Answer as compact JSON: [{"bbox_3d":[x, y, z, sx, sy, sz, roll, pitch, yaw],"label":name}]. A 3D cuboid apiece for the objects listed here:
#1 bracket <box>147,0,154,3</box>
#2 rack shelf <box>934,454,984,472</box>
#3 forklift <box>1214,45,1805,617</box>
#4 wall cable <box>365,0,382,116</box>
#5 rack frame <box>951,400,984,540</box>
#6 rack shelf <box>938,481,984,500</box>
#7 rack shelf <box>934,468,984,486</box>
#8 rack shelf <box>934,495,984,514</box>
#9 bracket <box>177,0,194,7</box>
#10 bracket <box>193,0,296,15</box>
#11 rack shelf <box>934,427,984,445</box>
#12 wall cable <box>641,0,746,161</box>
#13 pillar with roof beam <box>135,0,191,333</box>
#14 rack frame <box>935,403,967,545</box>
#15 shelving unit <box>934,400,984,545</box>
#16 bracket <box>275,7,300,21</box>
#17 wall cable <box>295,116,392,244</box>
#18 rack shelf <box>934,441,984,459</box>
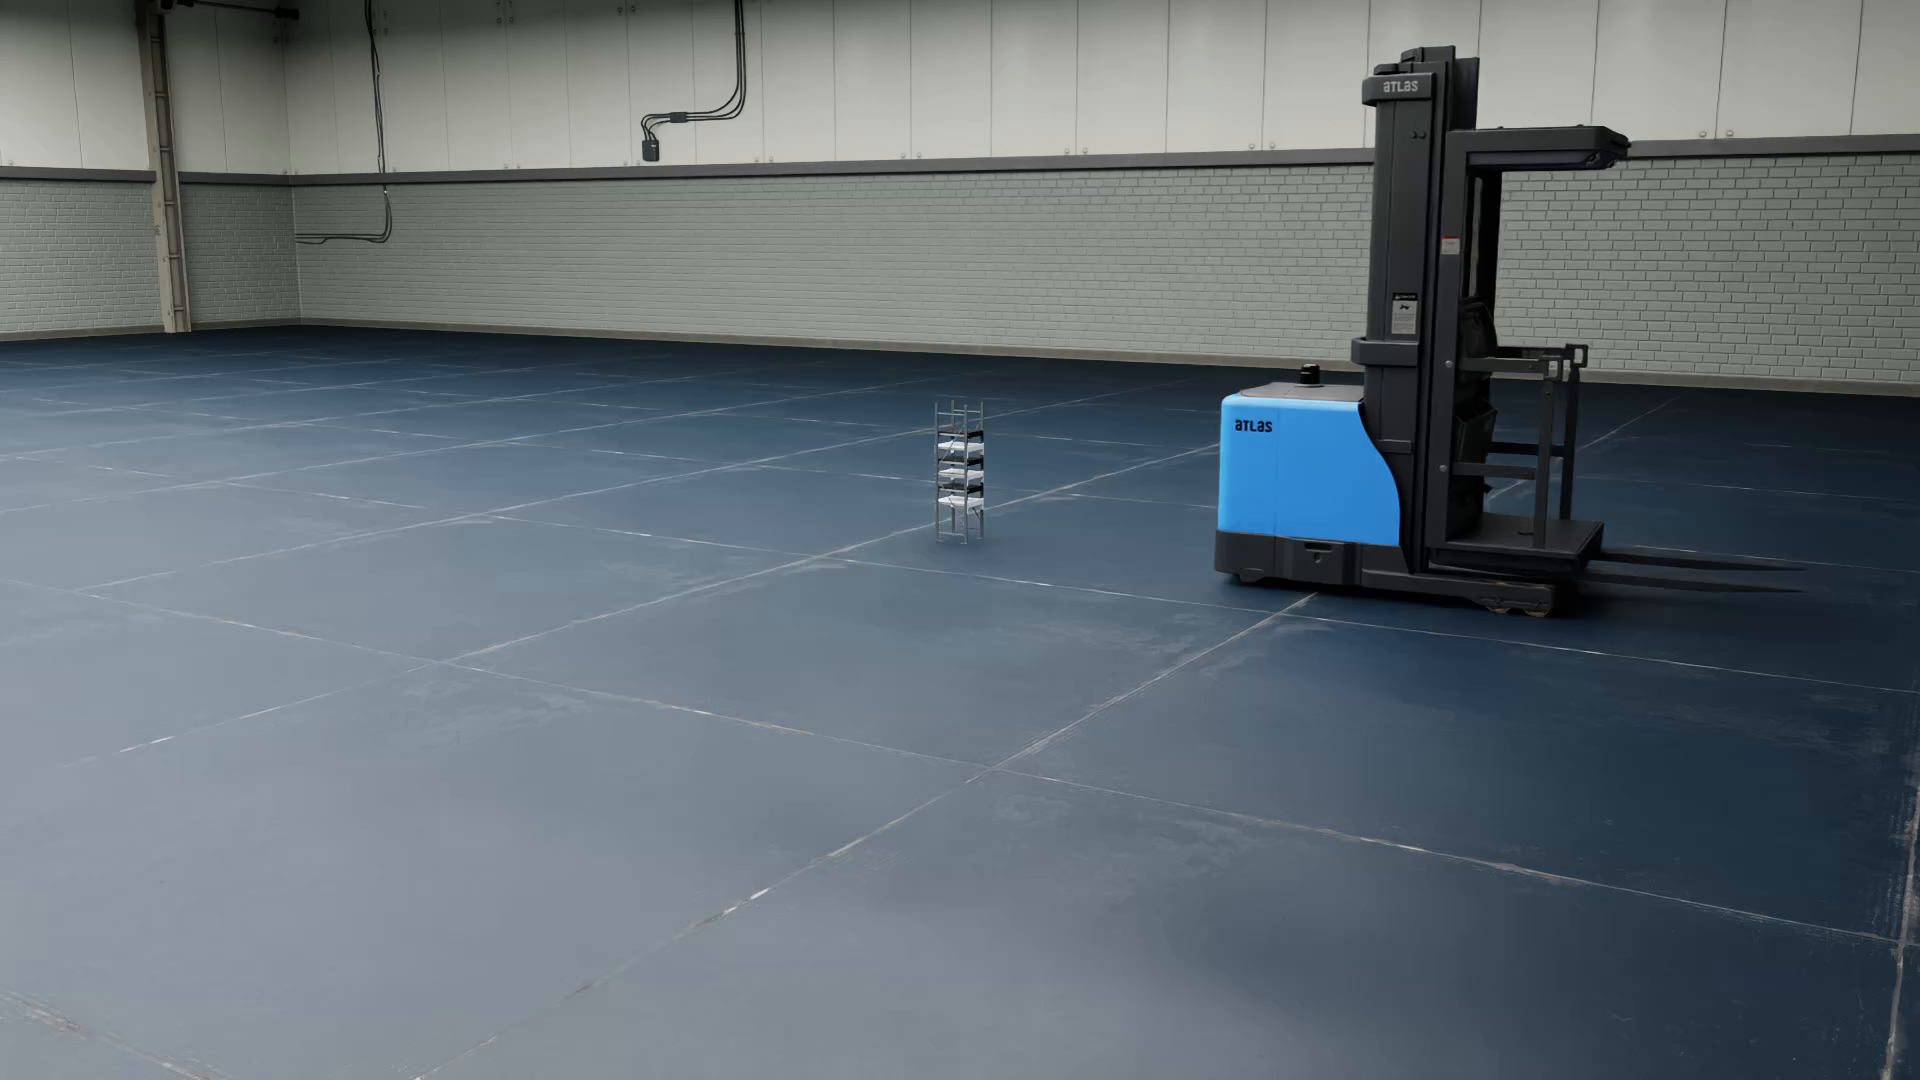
[{"bbox_3d":[-15.349,-10.201,31.123,0.235,0.232,0.430,6,12,31],"label":"bracket"},{"bbox_3d":[-0.004,-0.497,10.769,0.258,0.077,0.200,6,12,31],"label":"rack shelf"},{"bbox_3d":[3.013,-1.149,9.040,3.031,2.935,1.130,5,12,27],"label":"forklift"},{"bbox_3d":[-10.465,-9.566,32.224,3.097,2.526,0.112,6,12,31],"label":"wall cable"},{"bbox_3d":[0.049,-0.457,10.864,0.240,0.900,0.006,6,12,31],"label":"rack frame"},{"bbox_3d":[-0.004,-0.320,10.802,0.258,0.077,0.200,6,12,31],"label":"rack shelf"},{"bbox_3d":[-0.004,-0.408,10.785,0.258,0.077,0.200,6,12,31],"label":"rack shelf"},{"bbox_3d":[-0.004,-0.231,10.818,0.258,0.077,0.200,6,12,31],"label":"rack shelf"},{"bbox_3d":[-14.918,-10.332,31.820,0.235,0.232,0.430,6,12,31],"label":"bracket"},{"bbox_3d":[-13.994,-10.612,33.315,0.076,0.066,3.189,6,12,31],"label":"bracket"},{"bbox_3d":[-0.004,-0.674,10.736,0.258,0.077,0.200,6,12,31],"label":"rack shelf"},{"bbox_3d":[-4.672,-9.630,28.613,2.305,6.003,0.169,6,12,31],"label":"wall cable"},{"bbox_3d":[-11.758,-8.120,29.787,9.100,9.000,0.548,6,12,31],"label":"pillar with roof beam"},{"bbox_3d":[-0.057,-0.425,10.694,0.240,0.900,0.006,6,12,31],"label":"rack frame"},{"bbox_3d":[-0.004,-0.441,10.779,0.258,0.900,0.210,6,12,31],"label":"shelving unit"},{"bbox_3d":[-13.688,-10.705,33.811,0.235,0.232,0.430,6,12,31],"label":"bracket"},{"bbox_3d":[-12.777,-7.342,34.070,3.097,2.526,0.112,6,12,31],"label":"wall cable"},{"bbox_3d":[-0.004,-0.585,10.752,0.258,0.077,0.200,6,12,31],"label":"rack shelf"}]
